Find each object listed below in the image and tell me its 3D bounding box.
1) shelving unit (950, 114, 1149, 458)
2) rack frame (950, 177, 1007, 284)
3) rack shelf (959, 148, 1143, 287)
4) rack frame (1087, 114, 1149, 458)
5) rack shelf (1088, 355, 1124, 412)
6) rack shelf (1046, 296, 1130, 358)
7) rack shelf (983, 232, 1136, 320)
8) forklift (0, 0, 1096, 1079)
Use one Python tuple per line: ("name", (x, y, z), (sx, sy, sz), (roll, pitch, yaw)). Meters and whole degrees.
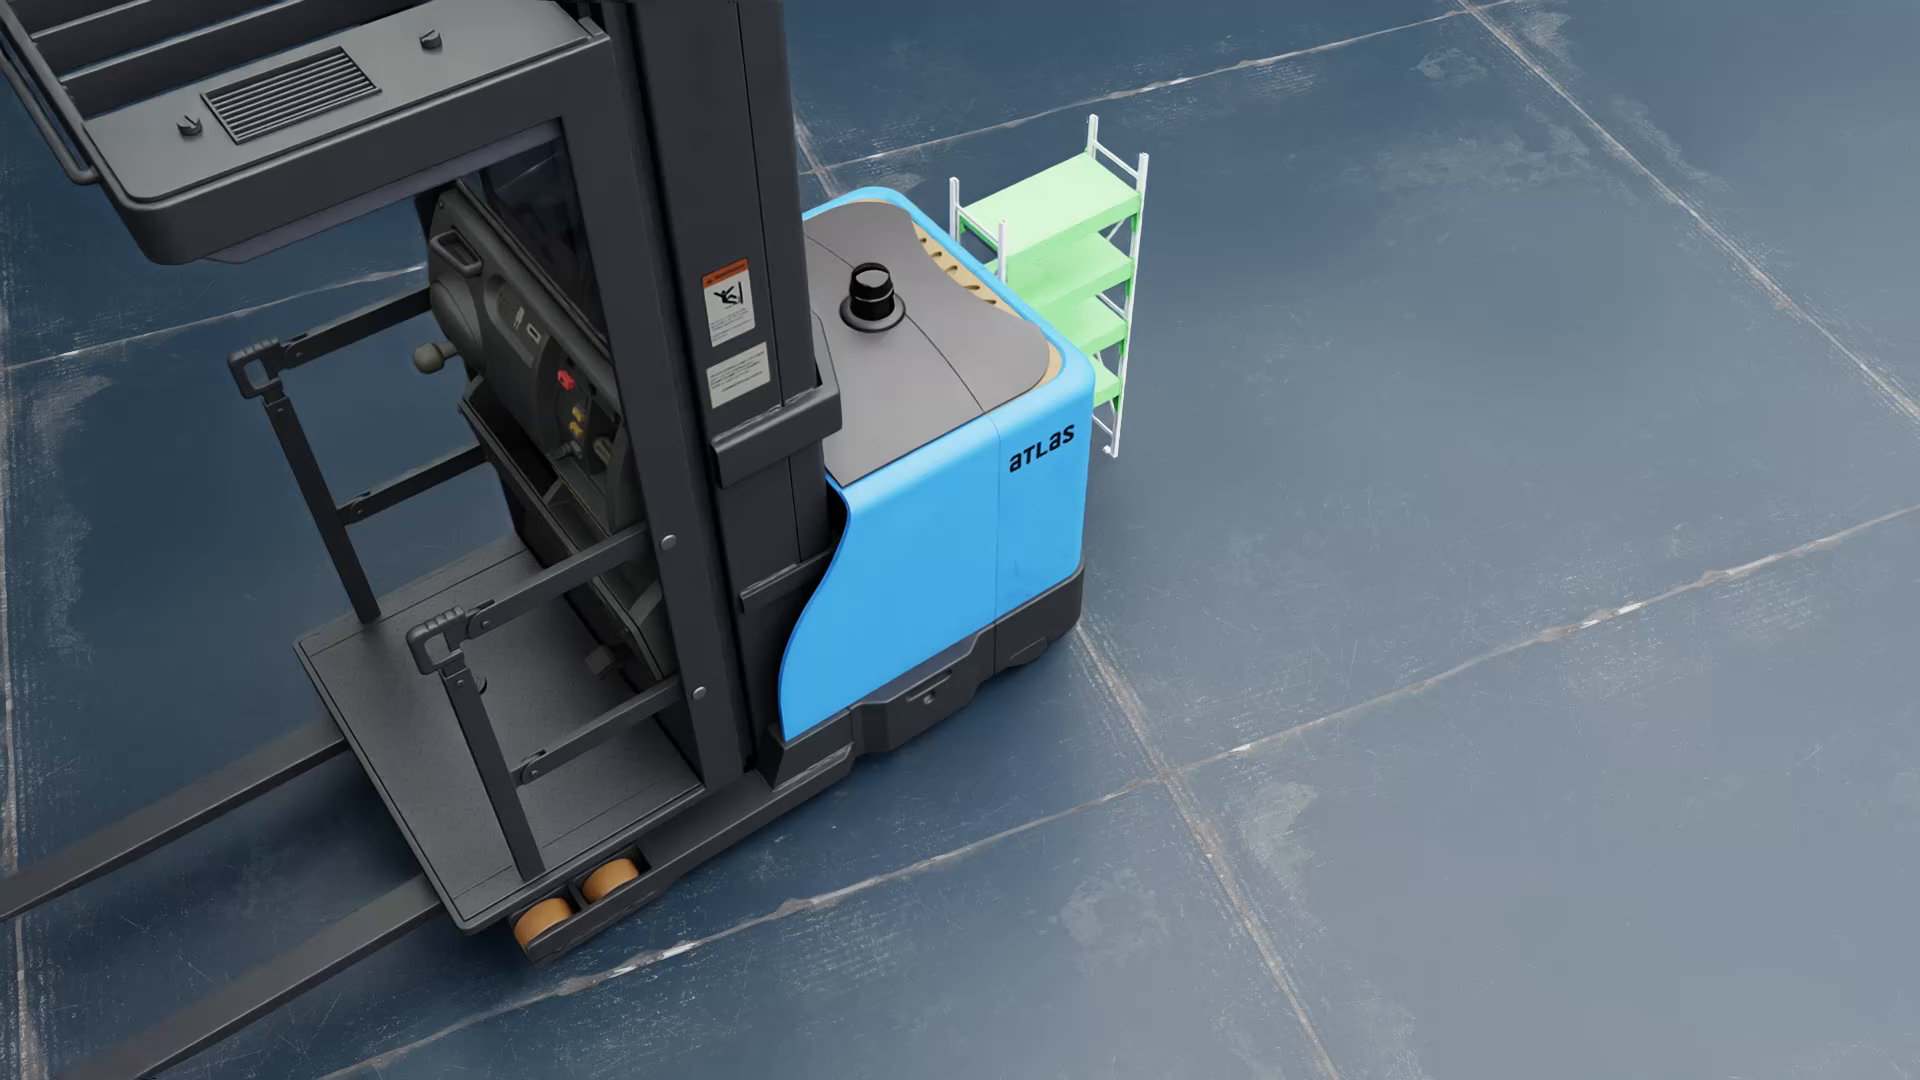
("shelving unit", (0.246, -0.628, 4.998), (0.503, 1.200, 0.258), (-29, 55, -23))
("rack frame", (0.049, -0.518, 4.904), (0.015, 1.200, 0.240), (-29, 55, -23))
("rack shelf", (0.246, -0.899, 4.682), (0.480, 0.148, 0.258), (-29, 55, -23))
("rack frame", (0.443, -0.737, 5.092), (0.015, 1.200, 0.240), (-29, 55, -23))
("rack shelf", (0.246, -0.430, 5.229), (0.480, 0.148, 0.258), (-29, 55, -23))
("rack shelf", (0.246, -0.586, 5.047), (0.480, 0.148, 0.258), (-29, 55, -23))
("rack shelf", (0.246, -0.742, 4.865), (0.480, 0.148, 0.258), (-29, 55, -23))
("forklift", (-1.127, -0.329, 3.600), (3.031, 2.935, 1.130), (-29, 55, -23))
